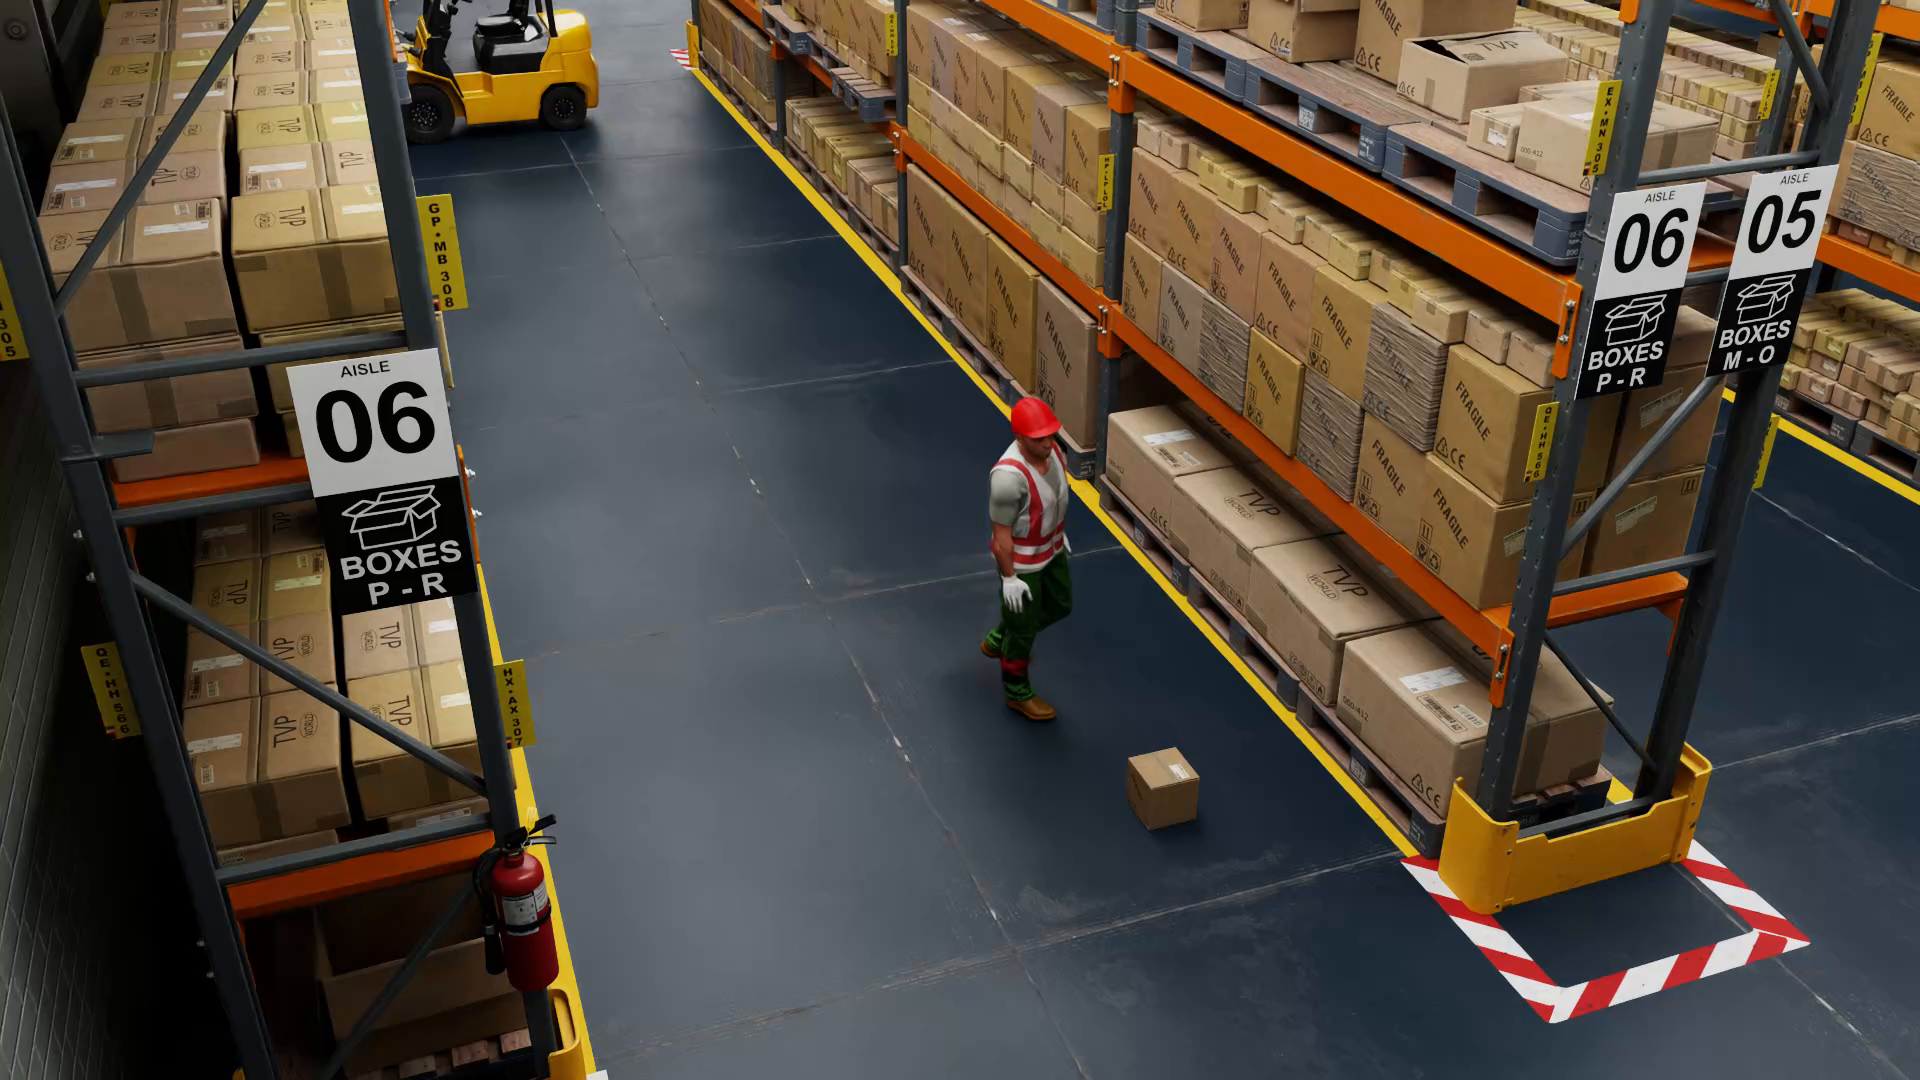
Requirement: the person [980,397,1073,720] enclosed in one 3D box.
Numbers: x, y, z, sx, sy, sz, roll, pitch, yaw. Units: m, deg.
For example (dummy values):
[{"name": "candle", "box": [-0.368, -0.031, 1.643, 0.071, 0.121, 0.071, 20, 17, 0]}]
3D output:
[{"name": "person", "box": [0.281, 0.066, 8.188, 0.538, 1.787, 0.587, 17, 34, 27]}]
